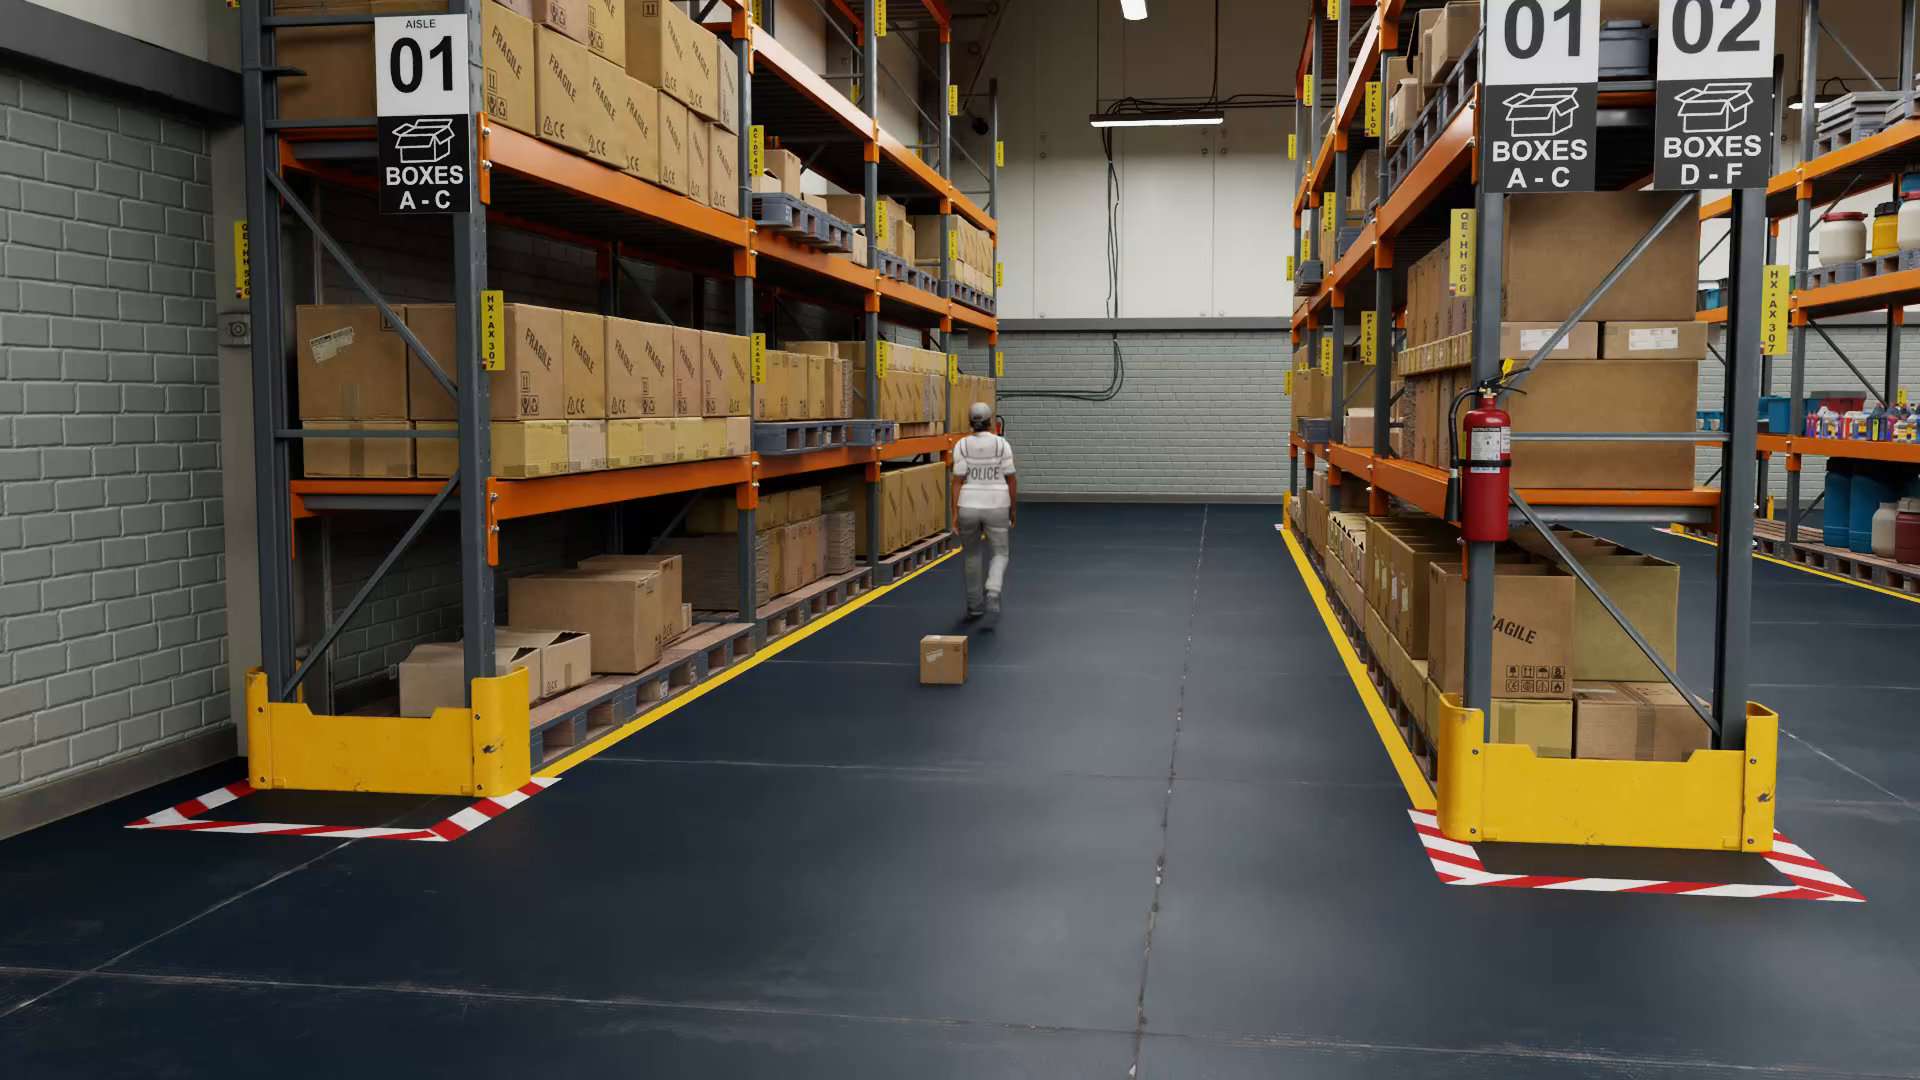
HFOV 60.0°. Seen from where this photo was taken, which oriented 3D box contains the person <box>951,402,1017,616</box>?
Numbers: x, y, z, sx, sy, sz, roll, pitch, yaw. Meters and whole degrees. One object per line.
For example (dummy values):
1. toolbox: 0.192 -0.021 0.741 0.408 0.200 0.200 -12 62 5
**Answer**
1. person: 0.177 -0.219 12.507 0.497 1.625 0.863 0 5 4
